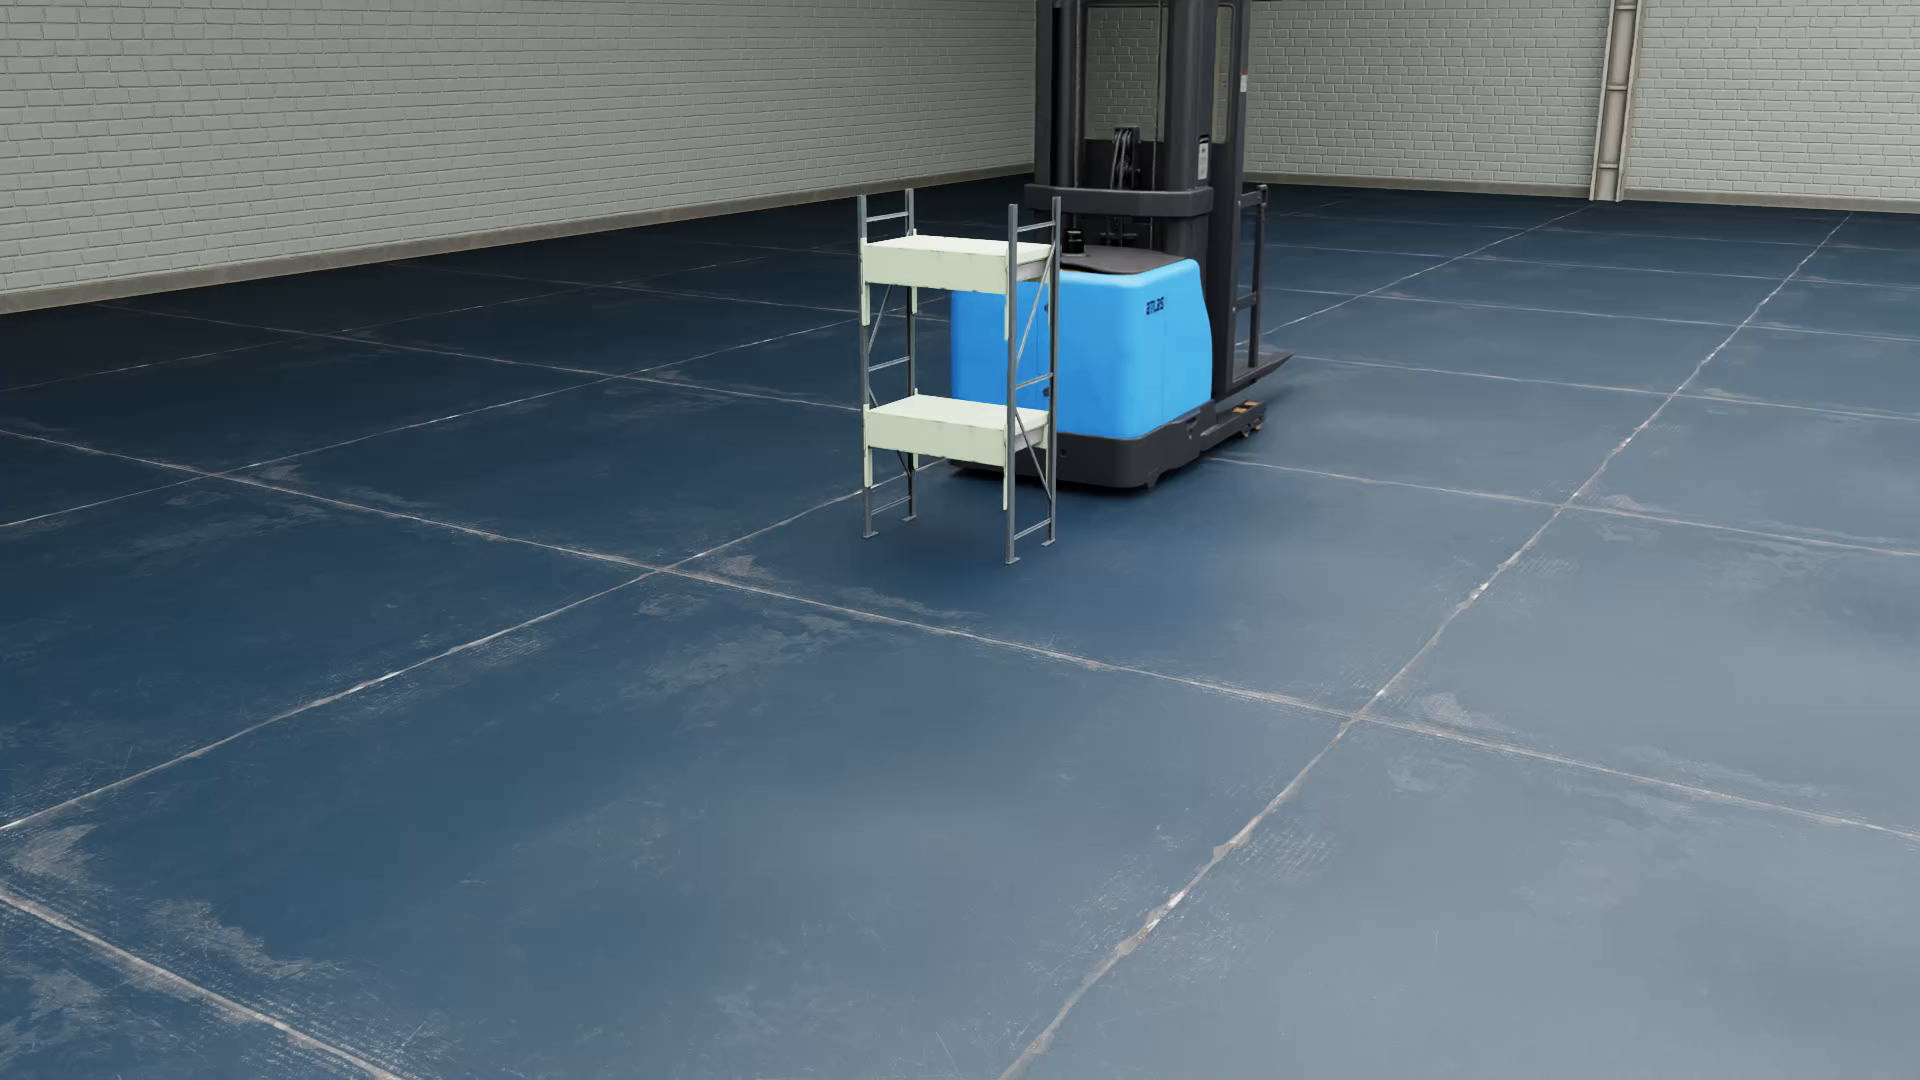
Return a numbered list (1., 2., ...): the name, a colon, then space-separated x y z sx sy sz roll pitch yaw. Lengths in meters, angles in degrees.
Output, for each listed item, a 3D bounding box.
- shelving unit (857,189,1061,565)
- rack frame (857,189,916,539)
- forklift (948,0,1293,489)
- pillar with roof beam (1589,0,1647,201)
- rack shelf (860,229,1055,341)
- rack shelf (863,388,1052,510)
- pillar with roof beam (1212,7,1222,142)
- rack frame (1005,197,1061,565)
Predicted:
1. shelving unit: -0.006 -0.719 7.167 0.755 1.500 0.431 10 20 30
2. rack frame: -0.318 -0.774 7.350 0.023 1.500 0.400 10 20 30
3. forklift: 1.085 -2.029 9.019 1.130 2.935 3.031 9 19 27
4. pillar with roof beam: 6.533 -7.864 17.789 0.400 9.000 9.100 10 20 30
5. rack shelf: -0.006 -1.092 7.053 0.720 0.370 0.431 10 20 30
6. rack shelf: -0.006 -0.407 7.261 0.720 0.370 0.431 10 20 30
7. pillar with roof beam: 1.420 -8.777 20.793 0.400 9.000 9.100 10 20 30
8. rack frame: 0.306 -0.663 6.983 0.023 1.500 0.400 10 20 30
